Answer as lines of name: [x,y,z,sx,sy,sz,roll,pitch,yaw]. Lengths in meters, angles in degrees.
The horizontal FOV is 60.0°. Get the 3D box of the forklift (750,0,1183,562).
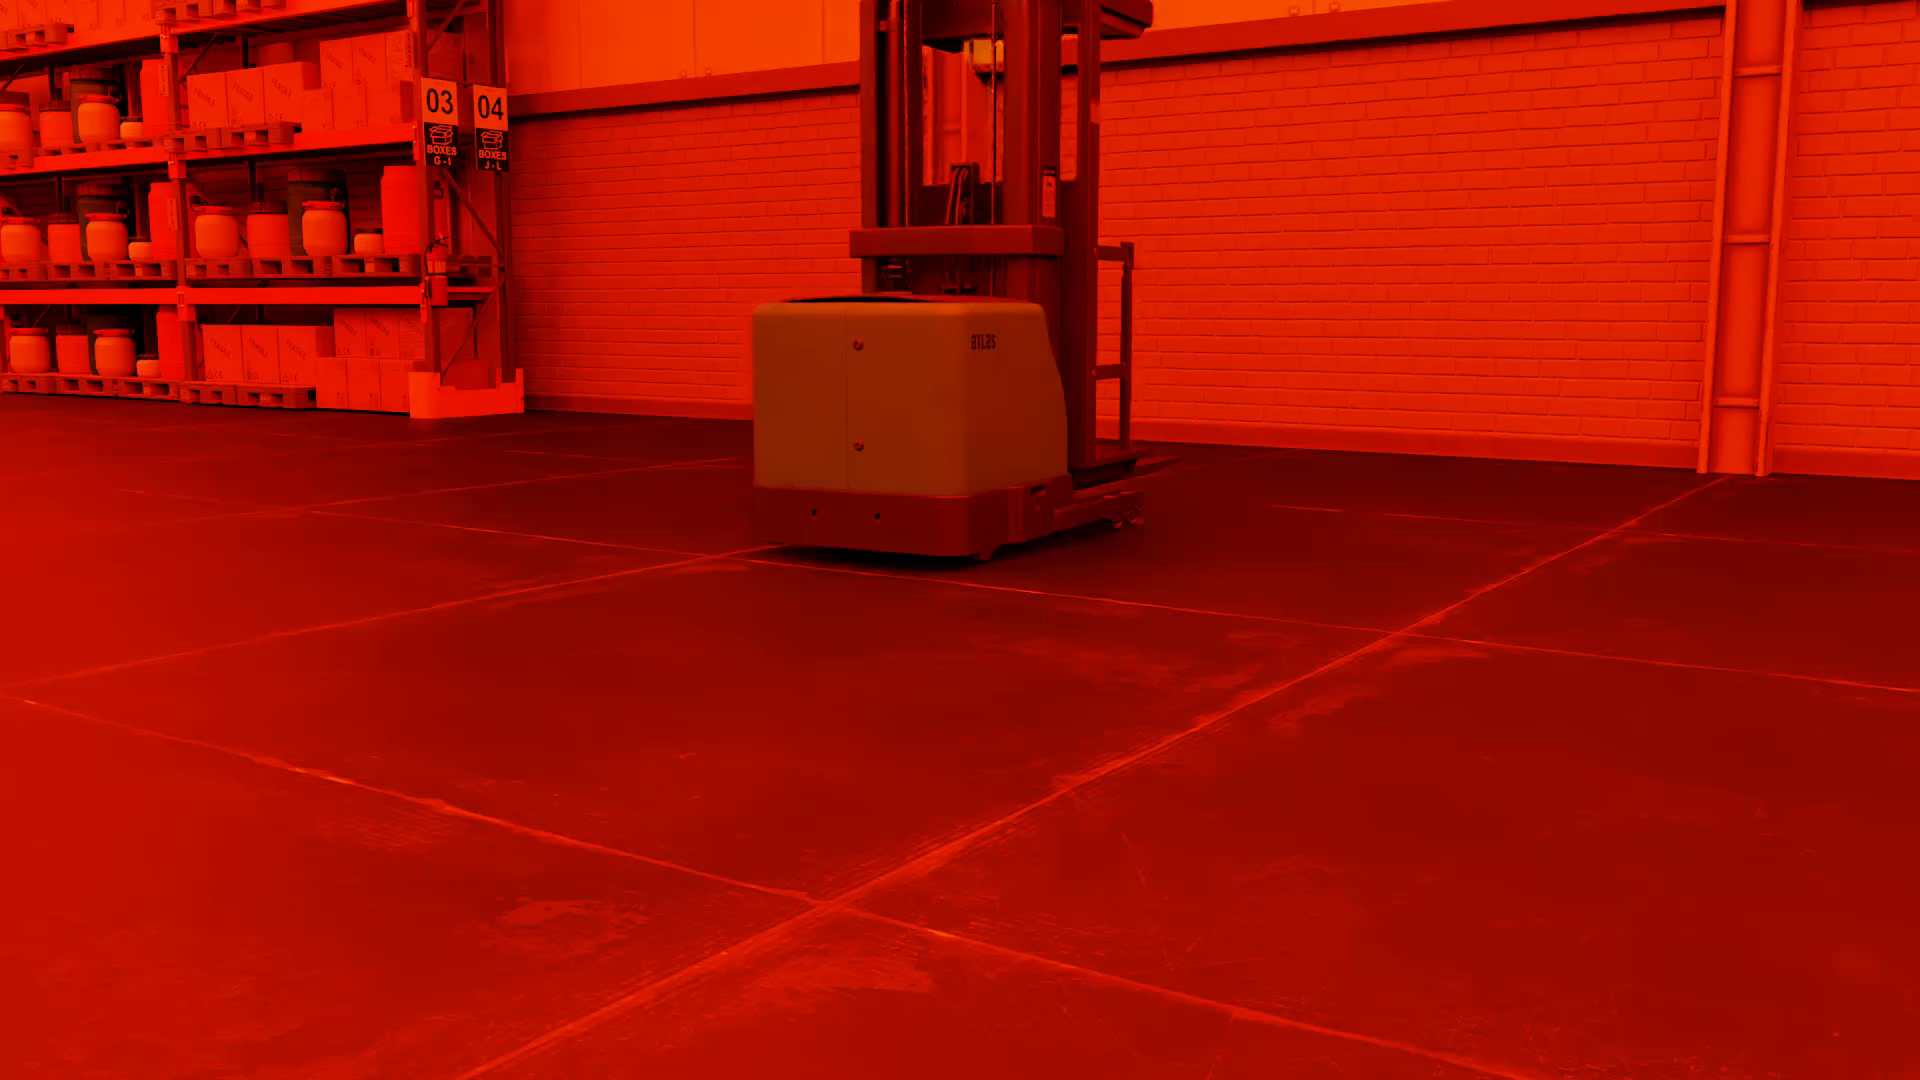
forklift: [0.244,-1.531,7.959,1.130,2.935,3.031,4,9,28]
